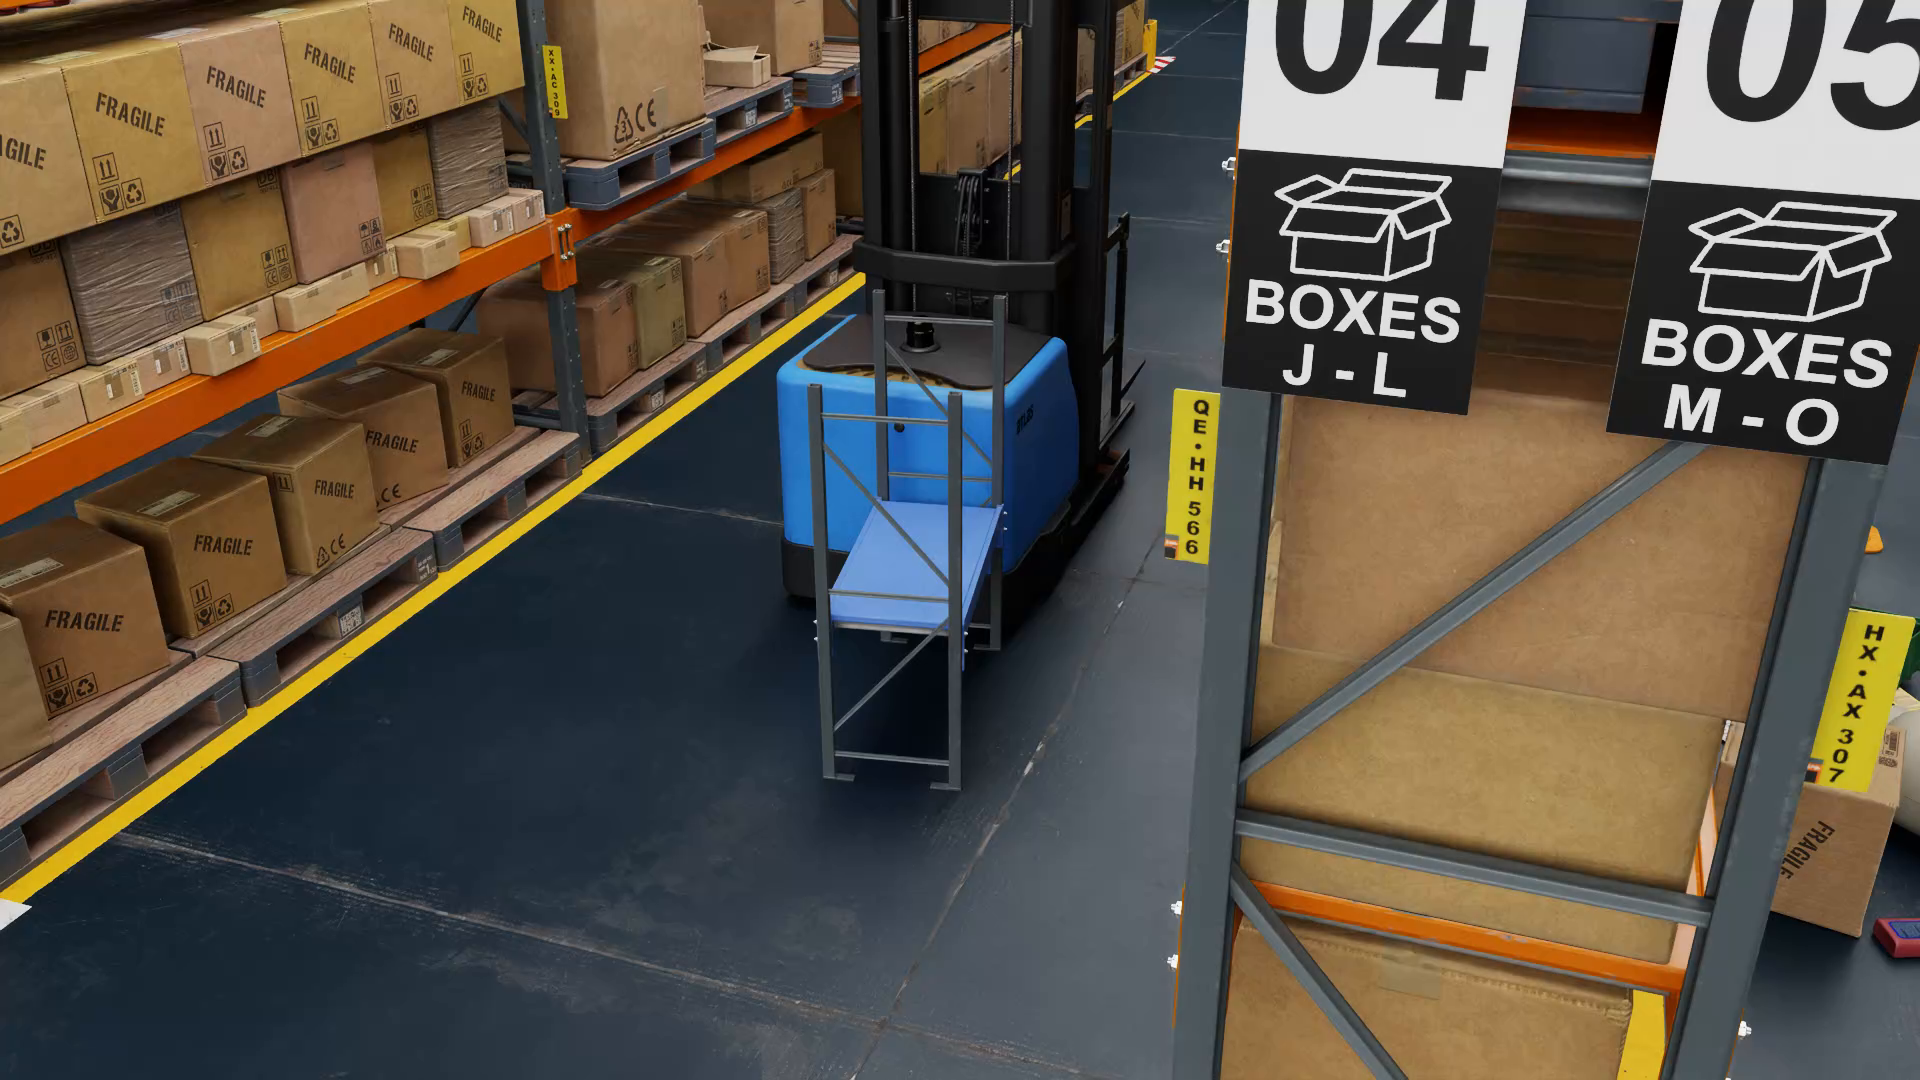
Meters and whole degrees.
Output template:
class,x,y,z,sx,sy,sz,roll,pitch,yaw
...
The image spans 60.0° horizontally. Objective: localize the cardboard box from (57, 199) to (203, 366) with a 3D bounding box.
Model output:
class,x,y,z,sx,sy,sz,roll,pitch,yaw
cardboard box,-3.250,-0.980,5.875,0.875,0.500,0.500,9,27,17

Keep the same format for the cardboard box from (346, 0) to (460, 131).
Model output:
class,x,y,z,sx,sy,sz,roll,pitch,yaw
cardboard box,-2.443,-1.999,6.833,0.500,0.500,0.500,9,27,17

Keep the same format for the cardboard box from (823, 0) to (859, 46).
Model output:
class,x,y,z,sx,sy,sz,roll,pitch,yaw
cardboard box,-0.638,-3.649,11.730,0.500,0.500,0.500,10,27,19

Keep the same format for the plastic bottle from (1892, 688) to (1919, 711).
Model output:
class,x,y,z,sx,sy,sz,roll,pitch,yaw
plastic bottle,3.587,0.615,6.409,0.133,0.061,0.283,-5,26,-9

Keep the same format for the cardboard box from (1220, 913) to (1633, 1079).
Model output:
class,x,y,z,sx,sy,sz,roll,pitch,yaw
cardboard box,1.088,1.083,4.027,0.875,0.875,0.875,9,27,18

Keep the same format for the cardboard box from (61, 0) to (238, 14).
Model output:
class,x,y,z,sx,sy,sz,roll,pitch,yaw
cardboard box,-3.109,-1.870,6.567,0.500,0.500,0.500,9,27,17

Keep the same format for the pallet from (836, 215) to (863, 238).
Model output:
class,x,y,z,sx,sy,sz,roll,pitch,yaw
pallet,-0.723,-2.502,12.675,1.003,0.211,1.213,9,27,17

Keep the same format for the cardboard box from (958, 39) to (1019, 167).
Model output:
class,x,y,z,sx,sy,sz,roll,pitch,yaw
cardboard box,-0.216,-3.687,13.880,1.225,0.875,0.875,8,27,16

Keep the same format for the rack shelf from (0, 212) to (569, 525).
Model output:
class,x,y,z,sx,sy,sz,roll,pitch,yaw
rack shelf,-3.053,-0.655,6.485,1.077,0.370,4.000,9,27,17

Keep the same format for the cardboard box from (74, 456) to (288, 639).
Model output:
class,x,y,z,sx,sy,sz,roll,pitch,yaw
cardboard box,-3.102,0.020,6.653,0.500,0.500,0.500,11,28,22

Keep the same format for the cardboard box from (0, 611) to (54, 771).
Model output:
class,x,y,z,sx,sy,sz,roll,pitch,yaw
cardboard box,-3.495,0.525,5.609,0.500,0.500,0.500,14,29,27

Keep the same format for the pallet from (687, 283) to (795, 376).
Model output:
class,x,y,z,sx,sy,sz,roll,pitch,yaw
pallet,-1.726,-1.368,10.334,1.003,0.211,1.213,9,27,17

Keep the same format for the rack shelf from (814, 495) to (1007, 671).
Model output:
class,x,y,z,sx,sy,sz,roll,pitch,yaw
rack shelf,-0.160,0.137,6.159,0.538,0.185,1.000,4,26,8

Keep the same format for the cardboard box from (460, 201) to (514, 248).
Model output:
class,x,y,z,sx,sy,sz,roll,pitch,yaw
cardboard box,-2.274,-1.455,7.601,0.380,0.149,0.250,9,27,17

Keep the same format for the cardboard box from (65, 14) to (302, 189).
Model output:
class,x,y,z,sx,sy,sz,roll,pitch,yaw
cardboard box,-2.780,-1.588,5.985,0.500,0.500,0.500,9,27,17

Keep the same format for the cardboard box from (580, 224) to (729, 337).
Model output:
class,x,y,z,sx,sy,sz,roll,pitch,yaw
cardboard box,-1.801,-1.546,9.864,0.700,0.500,0.500,6,27,13

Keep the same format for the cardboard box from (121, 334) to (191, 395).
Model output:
class,x,y,z,sx,sy,sz,roll,pitch,yaw
cardboard box,-2.989,-0.641,5.919,0.380,0.149,0.250,9,27,17

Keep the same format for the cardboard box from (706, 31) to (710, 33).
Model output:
class,x,y,z,sx,sy,sz,roll,pitch,yaw
cardboard box,-1.831,-2.910,10.009,0.500,0.250,0.500,8,27,16

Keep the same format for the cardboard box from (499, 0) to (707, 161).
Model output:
class,x,y,z,sx,sy,sz,roll,pitch,yaw
cardboard box,-1.991,-2.566,8.436,1.000,1.000,1.000,9,27,18

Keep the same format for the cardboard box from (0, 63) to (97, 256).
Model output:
class,x,y,z,sx,sy,sz,roll,pitch,yaw
cardboard box,-3.106,-1.176,5.134,0.500,0.500,0.500,9,27,17

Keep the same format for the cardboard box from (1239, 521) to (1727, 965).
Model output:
class,x,y,z,sx,sy,sz,roll,pitch,yaw
cardboard box,1.006,0.378,3.356,0.875,0.550,0.550,9,27,17

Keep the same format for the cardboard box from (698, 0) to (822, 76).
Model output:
class,x,y,z,sx,sy,sz,roll,pitch,yaw
cardboard box,-1.290,-3.206,10.334,0.700,0.500,0.500,13,29,25

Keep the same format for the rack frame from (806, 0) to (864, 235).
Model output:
class,x,y,z,sx,sy,sz,roll,pitch,yaw
rack frame,-1.057,-3.444,11.421,1.000,3.000,0.127,9,27,17

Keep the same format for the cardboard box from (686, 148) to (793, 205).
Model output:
class,x,y,z,sx,sy,sz,roll,pitch,yaw
cardboard box,-1.418,-2.355,10.676,0.500,0.250,0.500,12,28,23

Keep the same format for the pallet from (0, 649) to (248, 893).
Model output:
class,x,y,z,sx,sy,sz,roll,pitch,yaw
pallet,-3.390,0.739,5.982,1.003,0.211,1.213,9,27,17

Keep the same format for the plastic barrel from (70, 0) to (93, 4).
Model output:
class,x,y,z,sx,sy,sz,roll,pitch,yaw
plastic barrel,-6.008,-3.586,11.586,0.421,0.512,0.421,0,26,0

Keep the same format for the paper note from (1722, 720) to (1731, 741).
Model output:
class,x,y,z,sx,sy,sz,roll,pitch,yaw
paper note,2.886,0.704,6.260,0.147,0.020,0.142,-9,27,-18

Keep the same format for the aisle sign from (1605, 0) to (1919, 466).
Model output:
class,x,y,z,sx,sy,sz,roll,pitch,yaw
aisle sign,1.184,-0.493,2.343,0.394,0.787,0.004,9,27,17

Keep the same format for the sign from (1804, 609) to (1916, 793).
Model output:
class,x,y,z,sx,sy,sz,roll,pitch,yaw
sign,1.446,0.262,2.683,0.100,0.325,0.005,9,27,17

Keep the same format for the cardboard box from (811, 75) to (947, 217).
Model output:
class,x,y,z,sx,sy,sz,roll,pitch,yaw
cardboard box,-0.807,-2.957,12.372,1.225,0.875,0.875,7,27,15

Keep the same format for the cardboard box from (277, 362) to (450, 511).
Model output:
class,x,y,z,sx,sy,sz,roll,pitch,yaw
cardboard box,-2.742,-0.469,7.663,0.500,0.500,0.500,19,32,34

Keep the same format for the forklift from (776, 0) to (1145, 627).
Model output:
class,x,y,z,sx,sy,sz,roll,pitch,yaw
forklift,0.213,-1.578,7.645,1.130,2.935,3.031,9,27,18

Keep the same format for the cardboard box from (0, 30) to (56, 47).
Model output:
class,x,y,z,sx,sy,sz,roll,pitch,yaw
cardboard box,-3.439,-1.459,5.717,0.500,0.500,0.500,9,27,17

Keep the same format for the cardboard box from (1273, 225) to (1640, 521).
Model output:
class,x,y,z,sx,sy,sz,roll,pitch,yaw
cardboard box,1.181,-0.335,3.590,0.875,0.550,0.550,9,27,17

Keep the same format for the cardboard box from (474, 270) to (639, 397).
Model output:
class,x,y,z,sx,sy,sz,roll,pitch,yaw
cardboard box,-2.163,-1.122,8.990,0.700,0.500,0.500,7,27,13

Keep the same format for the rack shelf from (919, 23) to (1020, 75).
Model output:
class,x,y,z,sx,sy,sz,roll,pitch,yaw
rack shelf,-0.391,-3.942,13.275,1.077,0.370,4.000,9,27,17

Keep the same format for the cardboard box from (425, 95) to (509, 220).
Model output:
class,x,y,z,sx,sy,sz,roll,pitch,yaw
cardboard box,-2.596,-1.803,7.576,0.875,0.500,0.500,9,27,17

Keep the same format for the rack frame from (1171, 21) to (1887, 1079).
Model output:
class,x,y,z,sx,sy,sz,roll,pitch,yaw
rack frame,0.925,0.604,3.060,1.000,3.000,0.127,9,27,17

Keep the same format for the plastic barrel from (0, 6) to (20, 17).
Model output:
class,x,y,z,sx,sy,sz,roll,pitch,yaw
plastic barrel,-6.289,-3.243,10.849,0.433,0.535,0.433,0,26,0

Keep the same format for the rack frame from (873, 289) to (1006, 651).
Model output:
class,x,y,z,sx,sy,sz,roll,pitch,yaw
rack frame,-0.079,-0.244,6.532,0.500,1.500,0.032,4,26,8

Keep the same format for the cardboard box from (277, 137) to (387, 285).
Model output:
class,x,y,z,sx,sy,sz,roll,pitch,yaw
cardboard box,-2.867,-1.383,6.708,0.875,0.500,0.500,9,27,17

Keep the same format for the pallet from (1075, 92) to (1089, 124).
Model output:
class,x,y,z,sx,sy,sz,roll,pitch,yaw
pallet,0.601,-4.134,16.046,1.003,0.211,1.213,9,27,17

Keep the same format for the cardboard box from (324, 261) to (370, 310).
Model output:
class,x,y,z,sx,sy,sz,roll,pitch,yaw
cardboard box,-2.645,-1.050,6.764,0.380,0.149,0.250,9,27,17

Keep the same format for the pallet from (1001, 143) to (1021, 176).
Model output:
class,x,y,z,sx,sy,sz,roll,pitch,yaw
pallet,0.089,-3.505,14.746,1.003,0.211,1.213,9,27,17

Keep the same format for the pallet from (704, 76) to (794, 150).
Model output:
class,x,y,z,sx,sy,sz,roll,pitch,yaw
pallet,-1.677,-2.538,9.771,1.003,0.211,1.213,9,27,17

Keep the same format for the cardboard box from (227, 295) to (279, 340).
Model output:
class,x,y,z,sx,sy,sz,roll,pitch,yaw
cardboard box,-2.850,-0.850,6.352,0.380,0.149,0.250,9,27,17

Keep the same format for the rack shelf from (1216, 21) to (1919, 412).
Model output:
class,x,y,z,sx,sy,sz,roll,pitch,yaw
rack shelf,1.590,-1.244,4.260,1.077,0.370,4.000,9,27,17

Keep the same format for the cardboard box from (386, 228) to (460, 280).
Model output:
class,x,y,z,sx,sy,sz,roll,pitch,yaw
cardboard box,-2.392,-1.242,7.161,0.380,0.149,0.250,9,27,17

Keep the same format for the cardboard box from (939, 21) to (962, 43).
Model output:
class,x,y,z,sx,sy,sz,roll,pitch,yaw
cardboard box,-0.302,-4.073,12.605,0.500,0.500,0.500,8,27,17

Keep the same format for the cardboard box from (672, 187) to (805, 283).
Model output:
class,x,y,z,sx,sy,sz,roll,pitch,yaw
cardboard box,-1.433,-2.009,10.821,0.700,0.500,0.500,6,27,13

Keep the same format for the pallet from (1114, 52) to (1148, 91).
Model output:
class,x,y,z,sx,sy,sz,roll,pitch,yaw
pallet,1.413,-5.137,18.117,1.003,0.211,1.213,9,27,17

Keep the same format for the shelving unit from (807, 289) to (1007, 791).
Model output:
class,x,y,z,sx,sy,sz,roll,pitch,yaw
shelving unit,-0.160,-0.025,6.080,0.538,1.500,1.048,4,26,8

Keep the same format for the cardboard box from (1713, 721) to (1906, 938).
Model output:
class,x,y,z,sx,sy,sz,roll,pitch,yaw
cardboard box,2.707,0.871,5.374,0.500,0.500,0.500,14,29,26

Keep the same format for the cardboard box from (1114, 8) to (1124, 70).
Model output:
class,x,y,z,sx,sy,sz,roll,pitch,yaw
cardboard box,1.165,-5.316,17.243,0.875,0.875,0.875,9,27,17

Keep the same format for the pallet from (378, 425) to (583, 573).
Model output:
class,x,y,z,sx,sy,sz,roll,pitch,yaw
pallet,-2.578,-0.264,8.053,1.003,0.211,1.213,9,27,17

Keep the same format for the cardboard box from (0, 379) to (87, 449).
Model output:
class,x,y,z,sx,sy,sz,roll,pitch,yaw
cardboard box,-3.137,-0.432,5.489,0.380,0.149,0.250,9,27,17

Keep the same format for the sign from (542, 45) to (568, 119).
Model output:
class,x,y,z,sx,sy,sz,roll,pitch,yaw
sign,-1.874,-2.114,7.682,0.100,0.325,0.005,9,27,17
